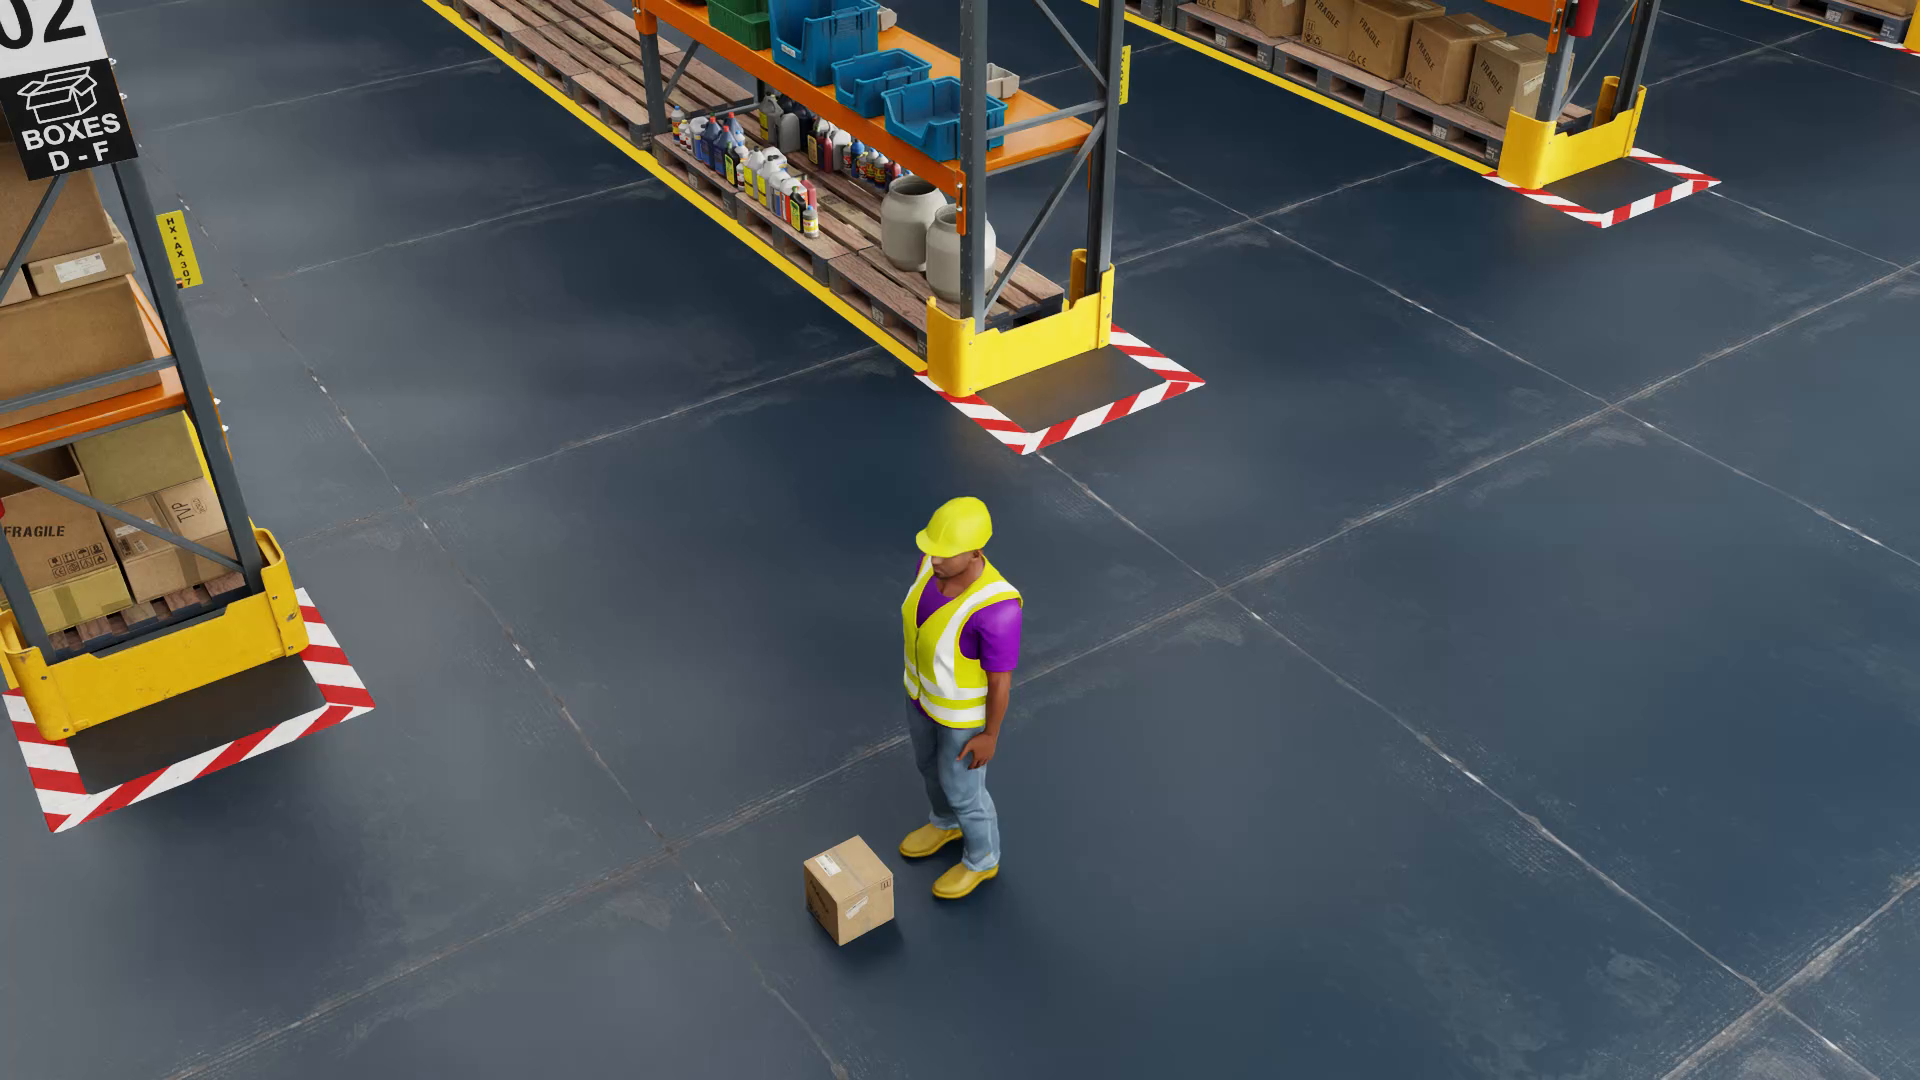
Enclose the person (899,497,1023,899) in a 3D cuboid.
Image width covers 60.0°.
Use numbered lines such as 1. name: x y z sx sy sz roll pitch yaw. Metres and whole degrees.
1. person: -0.017 0.589 6.182 0.361 1.760 0.562 -21 41 -27
